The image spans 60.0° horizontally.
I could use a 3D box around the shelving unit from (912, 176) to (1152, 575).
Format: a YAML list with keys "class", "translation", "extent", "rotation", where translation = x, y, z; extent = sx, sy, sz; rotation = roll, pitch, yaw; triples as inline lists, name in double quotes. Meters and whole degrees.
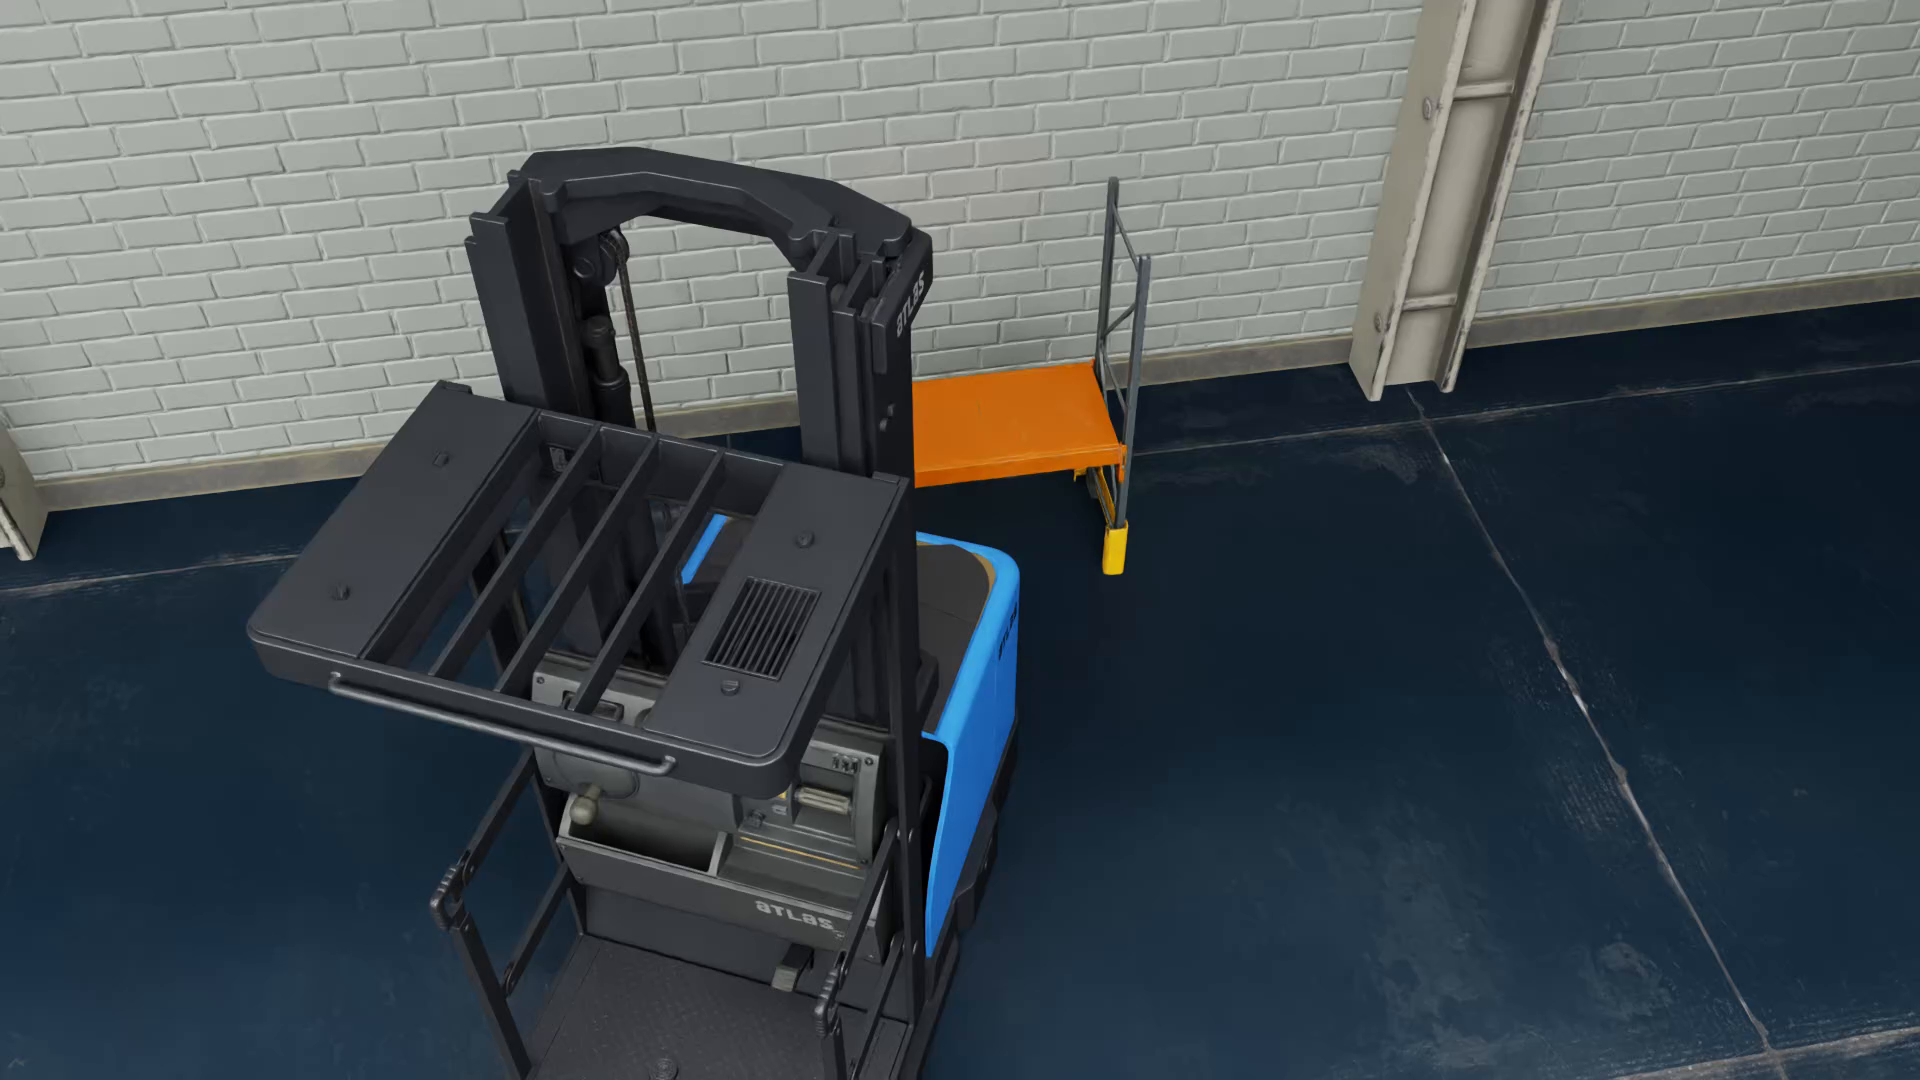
- class: "shelving unit"
  translation: [0.075, -0.530, 6.219]
  extent: [1.083, 1.500, 0.587]
  rotation: [-7, 46, -7]

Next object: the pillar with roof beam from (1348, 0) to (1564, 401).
- class: "pillar with roof beam"
  translation: [2.708, -0.813, 1.284]
  extent: [0.400, 9.000, 9.100]
  rotation: [-7, 46, -7]

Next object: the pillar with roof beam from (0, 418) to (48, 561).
- class: "pillar with roof beam"
  translation: [-3.205, -0.076, 0.574]
  extent: [0.400, 9.000, 9.100]
  rotation: [-7, 46, -7]

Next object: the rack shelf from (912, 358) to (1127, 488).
- class: "rack shelf"
  translation: [0.084, -0.406, 6.350]
  extent: [1.000, 0.185, 0.538]
  rotation: [-7, 46, -7]

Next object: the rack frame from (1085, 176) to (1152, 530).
- class: "rack frame"
  translation: [0.585, -0.593, 6.280]
  extent: [0.032, 1.500, 0.500]
  rotation: [-7, 46, -7]

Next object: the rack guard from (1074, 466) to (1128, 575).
- class: "rack guard"
  translation: [0.566, -0.157, 6.728]
  extent: [0.087, 0.250, 0.587]
  rotation: [-7, 46, -7]

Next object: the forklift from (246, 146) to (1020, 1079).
- class: "forklift"
  translation: [-0.709, 0.684, 4.055]
  extent: [1.130, 2.935, 3.031]
  rotation: [12, 47, 11]
